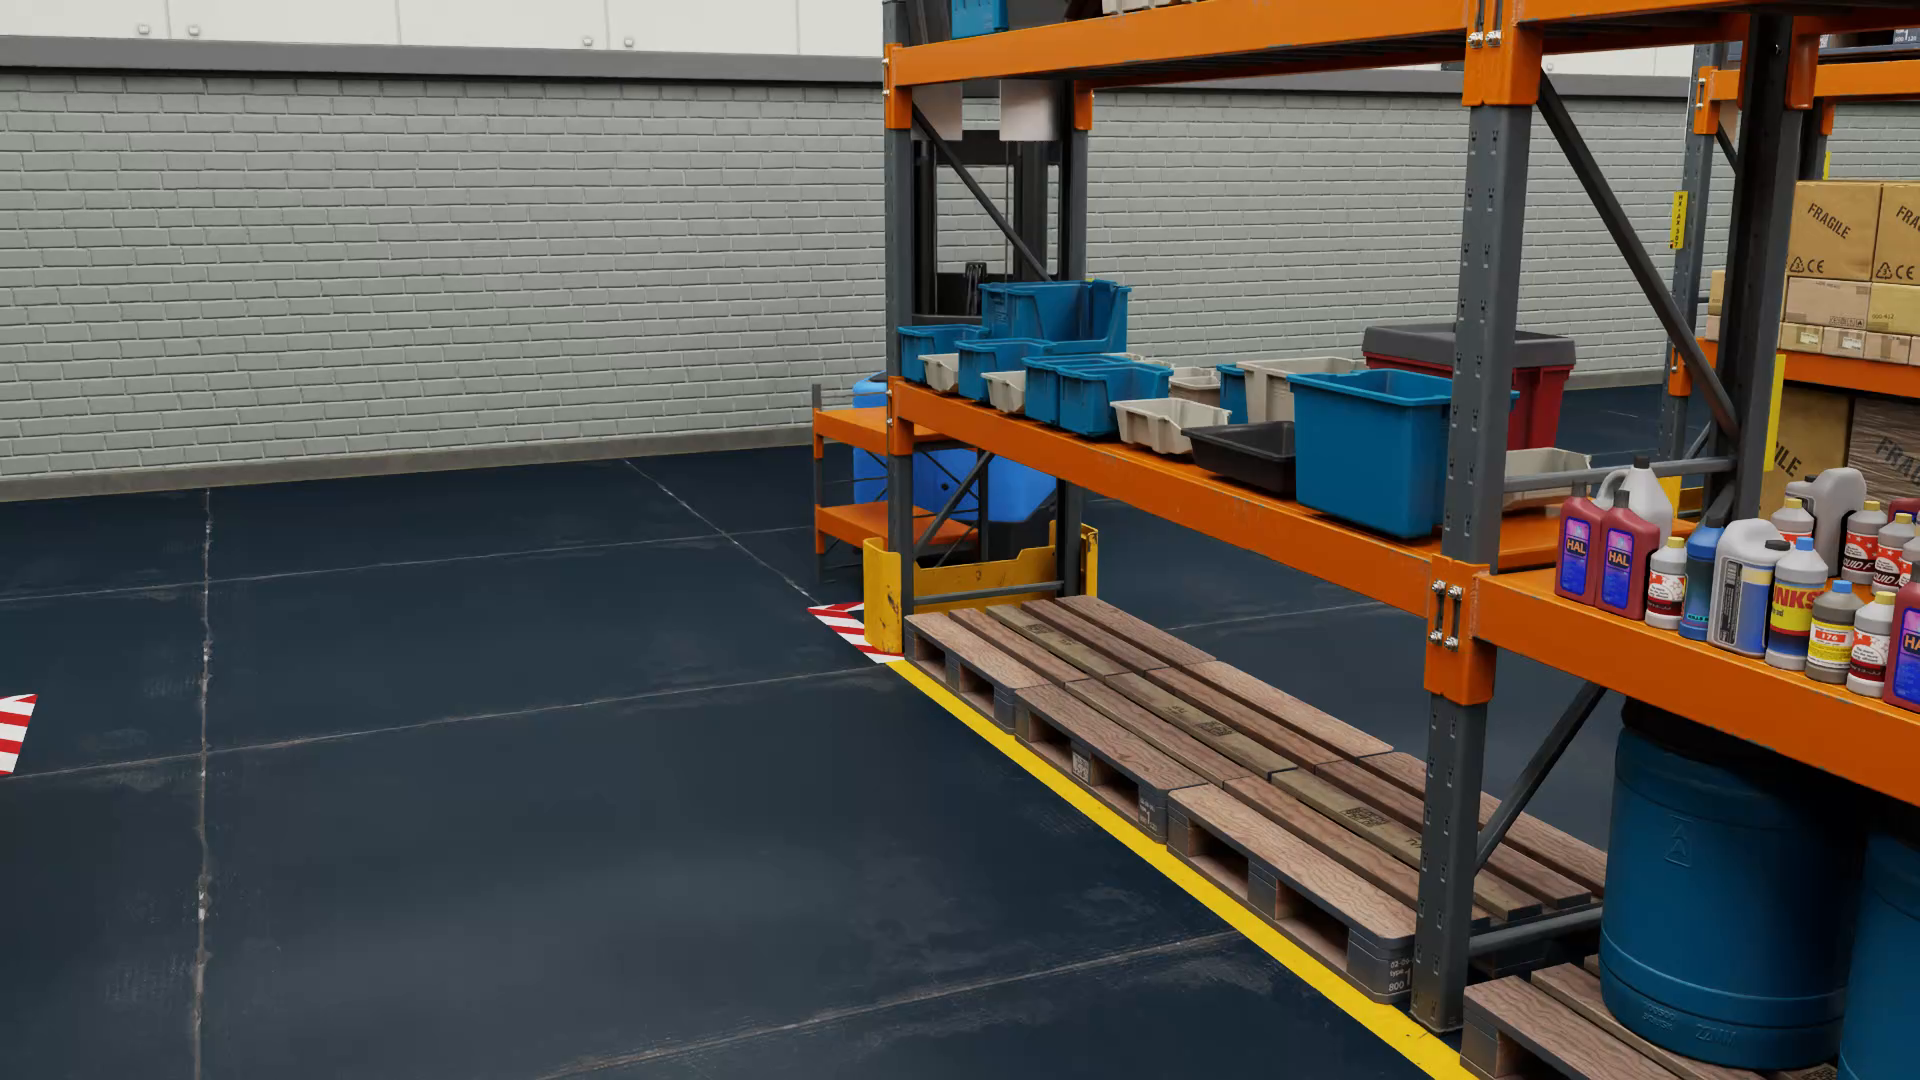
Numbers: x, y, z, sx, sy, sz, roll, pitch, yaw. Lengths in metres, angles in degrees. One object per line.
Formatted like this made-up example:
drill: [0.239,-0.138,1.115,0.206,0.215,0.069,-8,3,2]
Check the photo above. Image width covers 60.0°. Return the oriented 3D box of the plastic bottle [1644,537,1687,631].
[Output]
plastic bottle: [1.605,0.095,3.749,0.097,0.201,0.097,0,13,0]

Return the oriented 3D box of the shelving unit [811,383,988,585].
shelving unit: [-0.332,-0.231,8.872,0.538,1.125,1.048,-7,15,-29]

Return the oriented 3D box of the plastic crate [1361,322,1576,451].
plastic crate: [1.605,-0.434,5.316,0.402,0.464,0.583,-6,14,-23]

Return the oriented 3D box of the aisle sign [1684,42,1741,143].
aisle sign: [4.365,-2.694,9.593,0.394,0.787,0.004,-6,14,-23]

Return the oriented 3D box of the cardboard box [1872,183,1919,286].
cardboard box: [5.027,-1.544,8.398,0.500,0.500,0.500,-6,14,-24]

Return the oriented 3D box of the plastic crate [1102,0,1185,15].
plastic crate: [0.735,-1.910,5.582,0.437,0.282,0.530,-6,14,-23]

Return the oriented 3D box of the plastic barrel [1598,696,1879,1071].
plastic barrel: [1.935,0.765,4.132,0.600,0.901,0.708,-6,14,-23]

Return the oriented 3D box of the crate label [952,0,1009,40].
crate label: [0.204,-2.162,6.735,0.408,0.251,0.502,-6,14,-23]

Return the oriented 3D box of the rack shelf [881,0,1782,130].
rack shelf: [0.932,-1.690,5.964,1.077,0.370,4.000,-6,14,-23]

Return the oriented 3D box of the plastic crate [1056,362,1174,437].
plastic crate: [0.575,-0.525,6.226,0.416,0.233,0.300,-6,14,-23]

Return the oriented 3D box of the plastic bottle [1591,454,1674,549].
plastic bottle: [1.593,-0.032,3.964,0.144,0.351,0.185,-6,14,-23]

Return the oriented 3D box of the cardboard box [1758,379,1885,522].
cardboard box: [4.998,-0.484,9.591,0.875,0.875,0.875,-6,14,-23]

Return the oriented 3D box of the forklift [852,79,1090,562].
forklift: [0.210,-1.578,10.688,1.130,2.935,3.031,3,13,13]

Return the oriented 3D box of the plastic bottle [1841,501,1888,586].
plastic bottle: [2.258,0.004,4.139,0.097,0.201,0.097,0,13,0]

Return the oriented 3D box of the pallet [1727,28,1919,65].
pallet: [4.975,-2.706,8.953,1.003,0.211,1.213,-6,14,-23]

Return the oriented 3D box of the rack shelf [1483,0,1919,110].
rack shelf: [2.534,-0.864,2.393,1.077,0.370,4.000,-6,14,-23]

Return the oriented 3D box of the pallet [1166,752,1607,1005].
pallet: [1.403,1.044,5.391,1.003,0.211,1.213,-6,14,-23]

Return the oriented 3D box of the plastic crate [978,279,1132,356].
plastic crate: [0.436,-0.987,7.769,0.616,0.435,0.499,-6,14,-23]

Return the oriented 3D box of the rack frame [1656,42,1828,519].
rack frame: [4.669,-1.440,9.939,1.000,3.000,0.127,-6,14,-23]

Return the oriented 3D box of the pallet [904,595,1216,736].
pallet: [0.425,0.540,7.569,1.003,0.211,1.213,-6,14,-23]

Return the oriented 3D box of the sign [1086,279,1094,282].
sign: [0.628,-1.125,8.217,0.100,0.325,0.005,-6,14,-23]

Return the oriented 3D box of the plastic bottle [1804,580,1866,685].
plastic bottle: [1.776,0.183,3.368,0.097,0.201,0.097,0,13,0]

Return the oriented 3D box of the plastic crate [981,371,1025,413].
plastic crate: [0.252,-0.599,6.756,0.250,0.136,0.298,-6,14,-23]

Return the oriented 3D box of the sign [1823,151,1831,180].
sign: [5.171,-2.166,9.981,0.100,0.325,0.005,-6,14,-23]

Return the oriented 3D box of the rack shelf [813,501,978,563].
rack shelf: [-0.332,0.008,8.927,0.538,0.278,1.000,-7,15,-29]

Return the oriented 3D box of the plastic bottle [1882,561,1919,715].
plastic bottle: [1.844,0.188,3.162,0.061,0.283,0.133,-6,14,-23]

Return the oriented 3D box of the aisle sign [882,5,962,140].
aisle sign: [-0.171,-2.247,7.661,0.394,0.787,0.004,-6,14,-23]

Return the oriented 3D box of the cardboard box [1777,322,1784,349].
cardboard box: [4.612,-1.162,9.293,0.380,0.149,0.250,-6,14,-24]

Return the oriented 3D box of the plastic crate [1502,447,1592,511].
plastic crate: [1.677,-0.176,4.930,0.396,0.136,0.243,-6,14,-23]

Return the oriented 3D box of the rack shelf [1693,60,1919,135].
rack shelf: [5.470,-2.138,7.897,1.077,0.370,4.000,-6,14,-23]

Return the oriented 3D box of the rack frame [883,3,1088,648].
rack frame: [0.130,-0.993,8.006,1.000,3.000,0.127,-6,14,-23]

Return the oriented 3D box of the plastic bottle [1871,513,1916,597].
plastic bottle: [2.256,0.037,3.997,0.097,0.201,0.097,0,13,0]

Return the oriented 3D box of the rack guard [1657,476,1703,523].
rack guard: [4.659,-0.227,10.242,1.175,0.500,0.348,-6,14,-23]

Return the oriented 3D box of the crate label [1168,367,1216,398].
crate label: [0.860,-0.625,6.868,0.396,0.136,0.243,-6,14,-23]

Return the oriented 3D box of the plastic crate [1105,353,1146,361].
plastic crate: [0.623,-0.741,7.372,0.396,0.136,0.243,-6,14,-23]

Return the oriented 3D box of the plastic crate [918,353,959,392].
plastic crate: [-0.020,-0.739,7.362,0.250,0.136,0.298,-6,14,-23]

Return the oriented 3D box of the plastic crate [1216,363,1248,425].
plastic crate: [1.188,-0.539,6.285,0.416,0.233,0.300,-6,14,-23]

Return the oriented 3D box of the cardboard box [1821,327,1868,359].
cardboard box: [4.821,-1.055,8.832,0.380,0.149,0.250,-6,14,-24]

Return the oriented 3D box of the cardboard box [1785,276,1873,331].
cardboard box: [4.828,-1.281,8.927,0.500,0.250,0.500,-6,14,-24]

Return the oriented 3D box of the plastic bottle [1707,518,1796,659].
plastic bottle: [1.716,0.100,3.561,0.152,0.276,0.135,-6,14,-23]

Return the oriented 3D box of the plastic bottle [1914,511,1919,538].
plastic bottle: [2.333,0.022,3.898,0.152,0.276,0.135,-6,14,-23]

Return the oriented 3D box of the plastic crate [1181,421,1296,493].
plastic crate: [1.038,-0.268,5.354,0.437,0.125,0.590,-6,14,-23]

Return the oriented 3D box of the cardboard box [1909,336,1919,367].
cardboard box: [5.026,-0.949,8.375,0.380,0.149,0.250,-6,14,-24]

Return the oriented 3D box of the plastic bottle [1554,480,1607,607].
plastic bottle: [1.489,0.005,3.955,0.061,0.283,0.133,-6,14,-23]

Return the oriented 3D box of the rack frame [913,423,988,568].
rack frame: [-0.079,-0.131,8.442,0.500,1.125,0.032,-7,15,-29]
